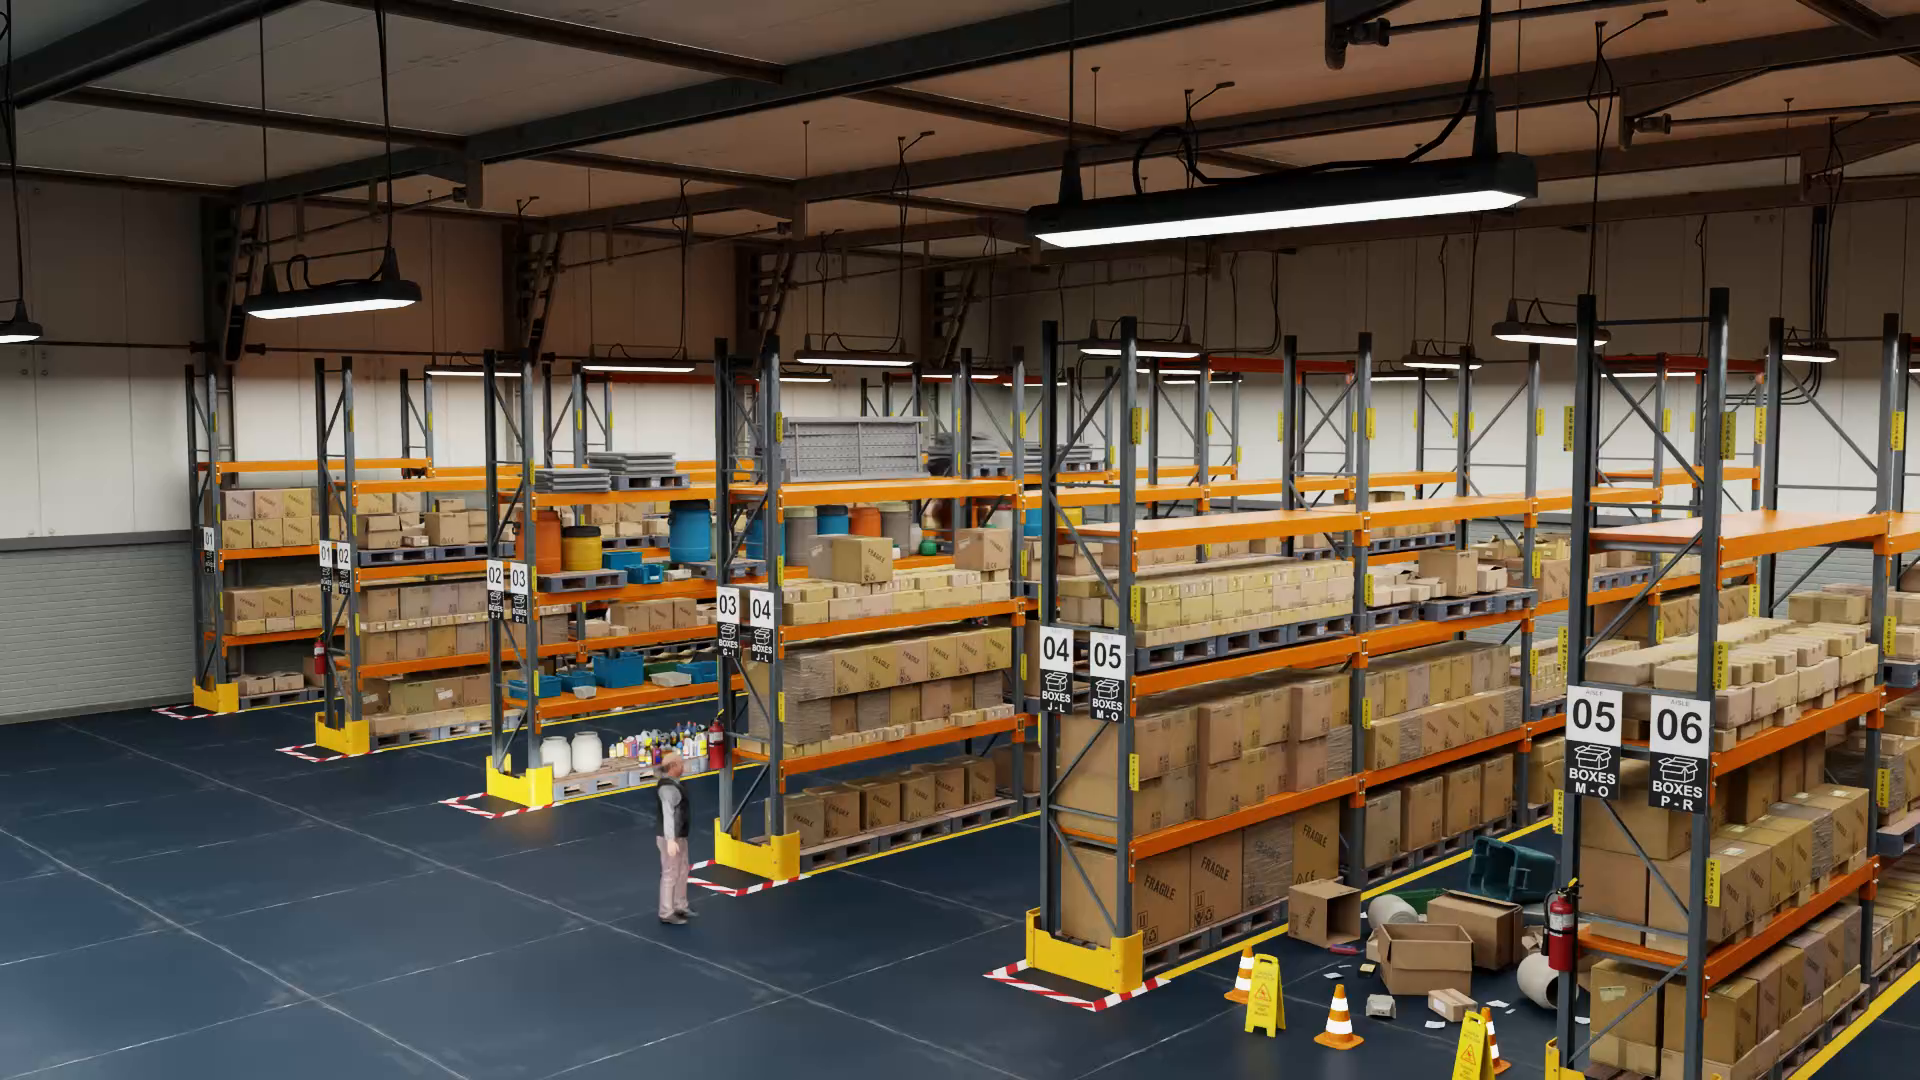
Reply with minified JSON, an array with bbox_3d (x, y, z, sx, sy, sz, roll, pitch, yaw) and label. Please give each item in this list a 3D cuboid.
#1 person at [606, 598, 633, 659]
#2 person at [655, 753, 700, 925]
[{"bbox_3d":[-6.539,1.870,32.155,0.646,1.688,0.608,-2,5,-23],"label":"person"},{"bbox_3d":[-2.873,3.036,16.855,0.430,1.763,0.588,0,4,-4],"label":"person"}]
